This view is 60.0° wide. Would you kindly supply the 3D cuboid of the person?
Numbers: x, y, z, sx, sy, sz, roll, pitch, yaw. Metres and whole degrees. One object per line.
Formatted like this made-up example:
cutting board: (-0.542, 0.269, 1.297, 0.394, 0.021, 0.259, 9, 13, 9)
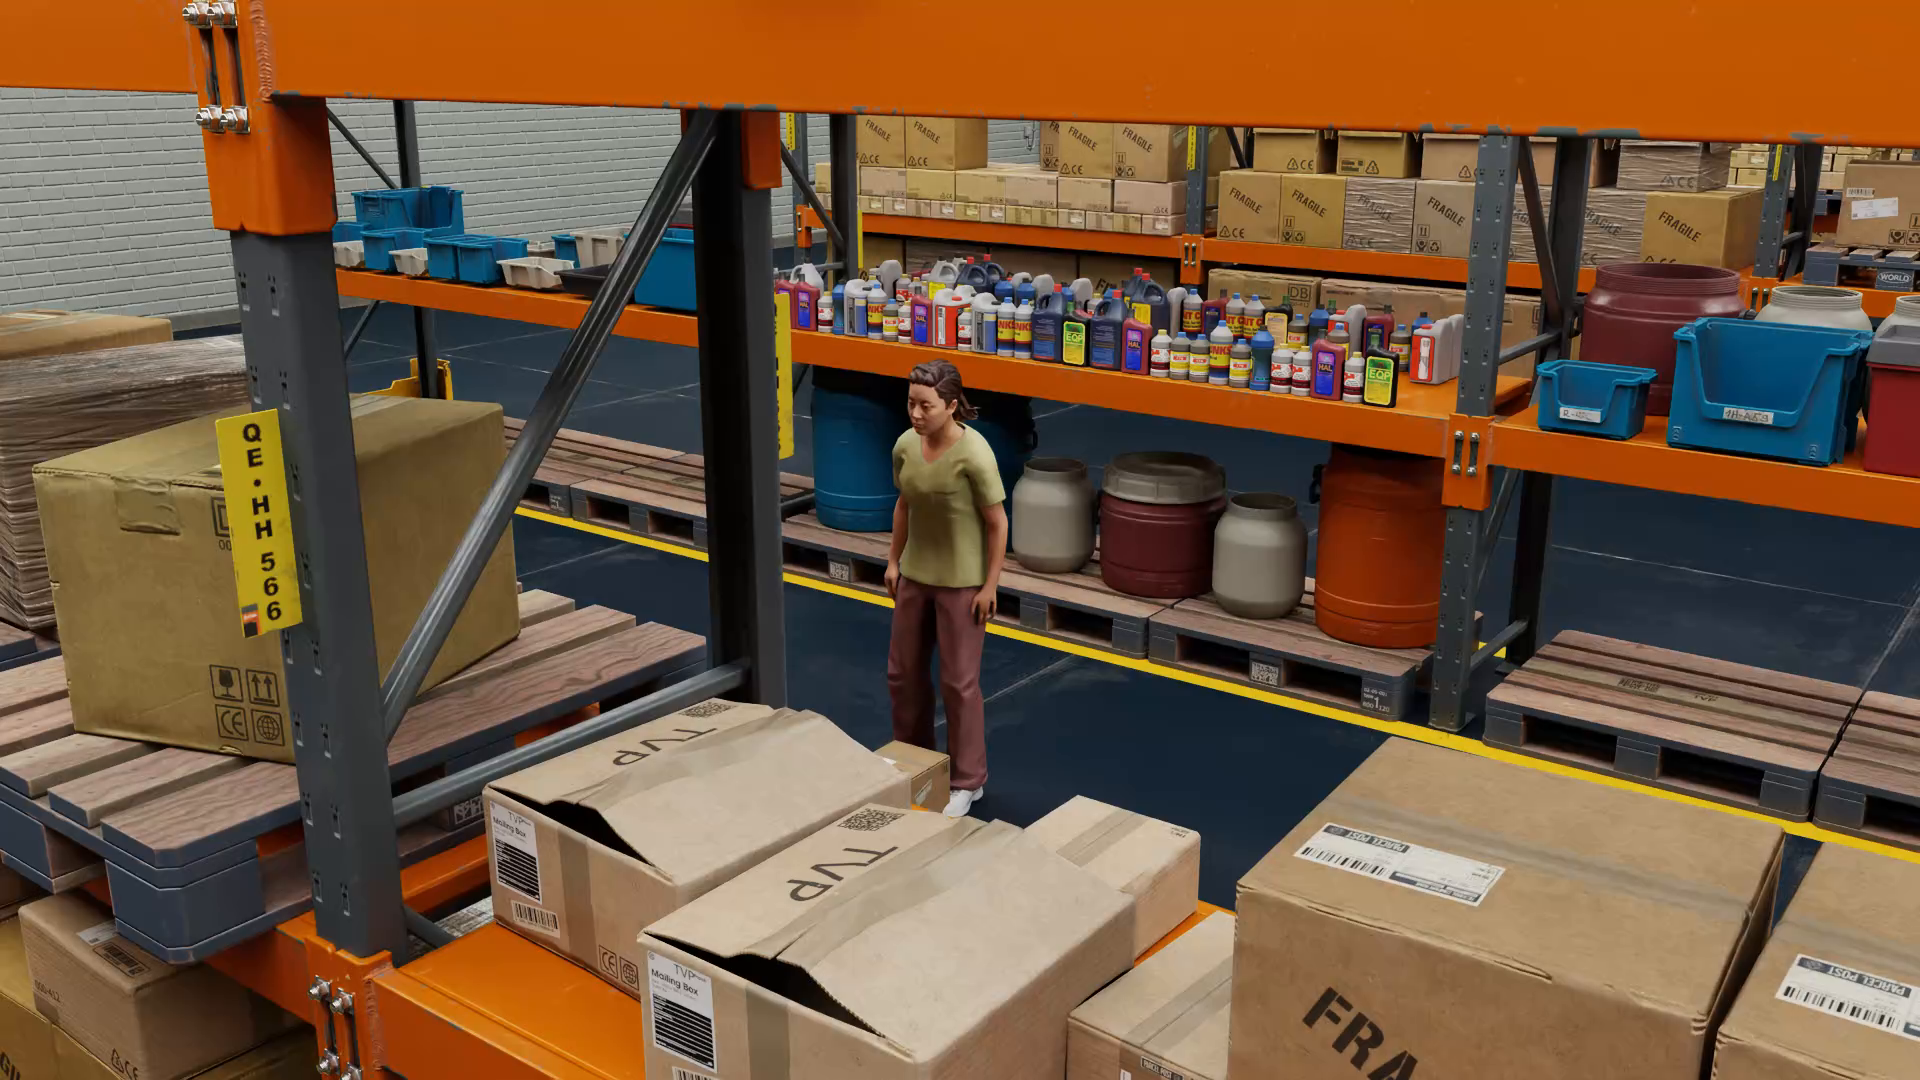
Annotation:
person: (-0.073, 0.164, 5.994, 0.497, 1.672, 0.360, 12, 20, 35)
